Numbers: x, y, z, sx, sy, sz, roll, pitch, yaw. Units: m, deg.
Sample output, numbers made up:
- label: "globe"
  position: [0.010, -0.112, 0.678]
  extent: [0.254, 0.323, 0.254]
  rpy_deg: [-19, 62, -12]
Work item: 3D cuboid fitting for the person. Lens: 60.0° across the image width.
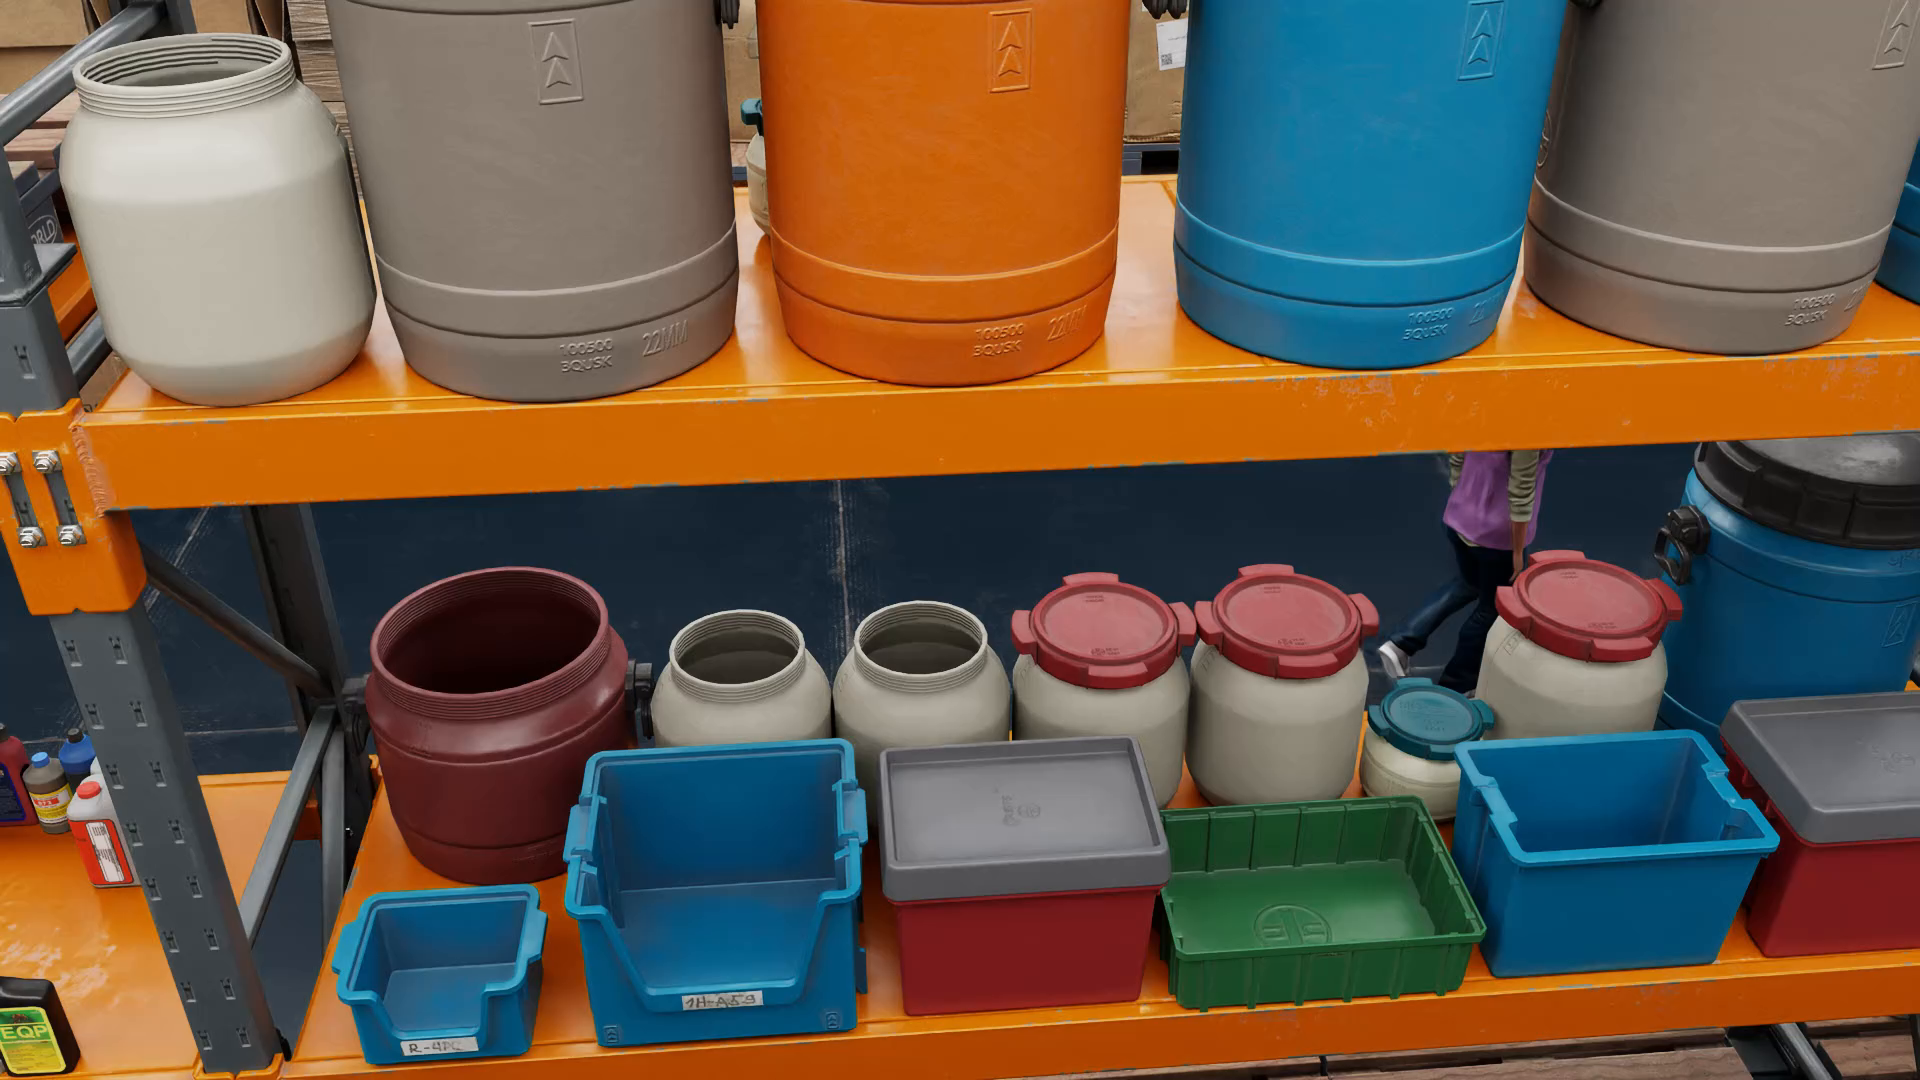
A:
- label: "person"
  position: [1.901, -0.033, 6.160]
  extent: [0.557, 1.581, 0.411]
  rpy_deg: [-12, 33, -18]
